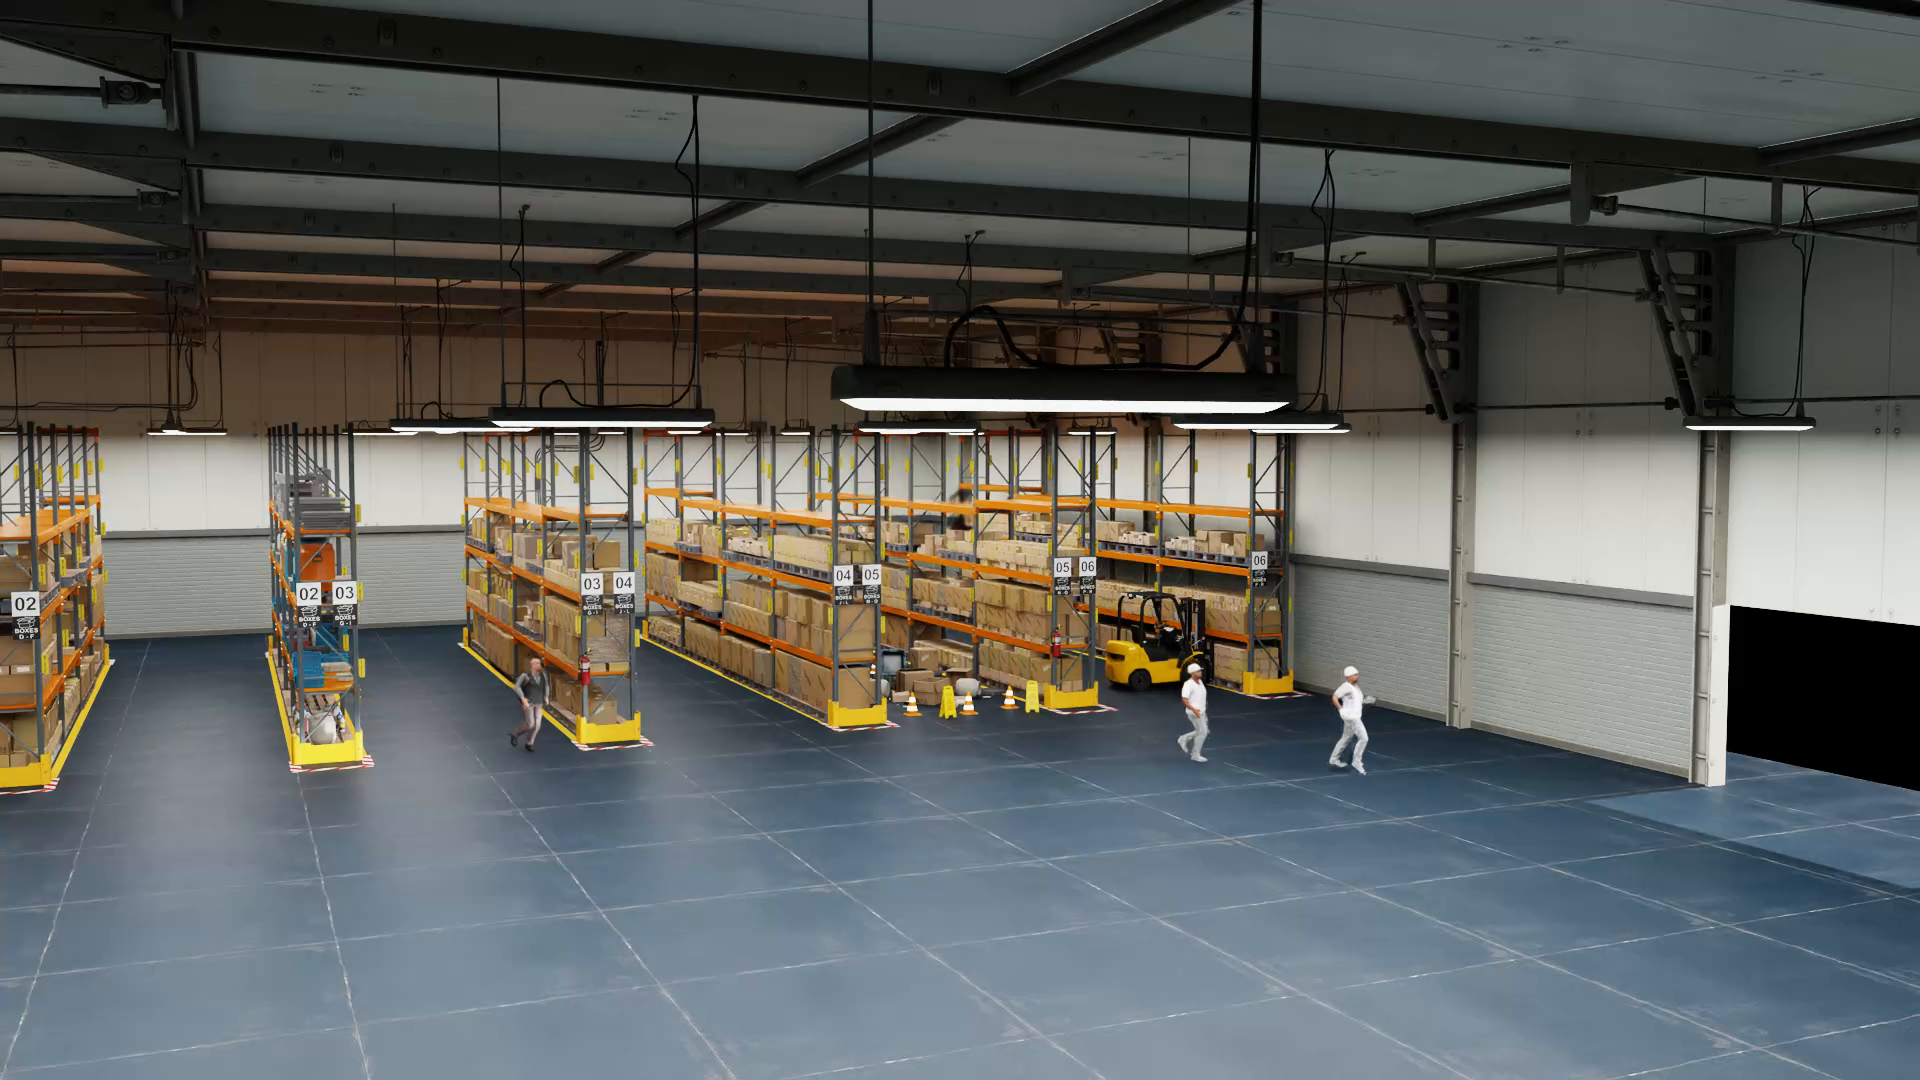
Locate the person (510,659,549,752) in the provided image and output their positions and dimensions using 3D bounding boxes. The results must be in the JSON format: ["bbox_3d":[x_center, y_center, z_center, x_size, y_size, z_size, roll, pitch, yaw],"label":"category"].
[{"bbox_3d":[-7.895,3.022,30.680,0.565,1.679,0.704,3,5,41],"label":"person"}]

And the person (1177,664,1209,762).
[{"bbox_3d":[4.156,3.058,29.570,0.546,1.735,0.693,2,4,27],"label":"person"}]

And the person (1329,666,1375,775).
[{"bbox_3d":[6.719,3.089,28.513,0.768,1.843,0.657,1,4,19],"label":"person"}]
